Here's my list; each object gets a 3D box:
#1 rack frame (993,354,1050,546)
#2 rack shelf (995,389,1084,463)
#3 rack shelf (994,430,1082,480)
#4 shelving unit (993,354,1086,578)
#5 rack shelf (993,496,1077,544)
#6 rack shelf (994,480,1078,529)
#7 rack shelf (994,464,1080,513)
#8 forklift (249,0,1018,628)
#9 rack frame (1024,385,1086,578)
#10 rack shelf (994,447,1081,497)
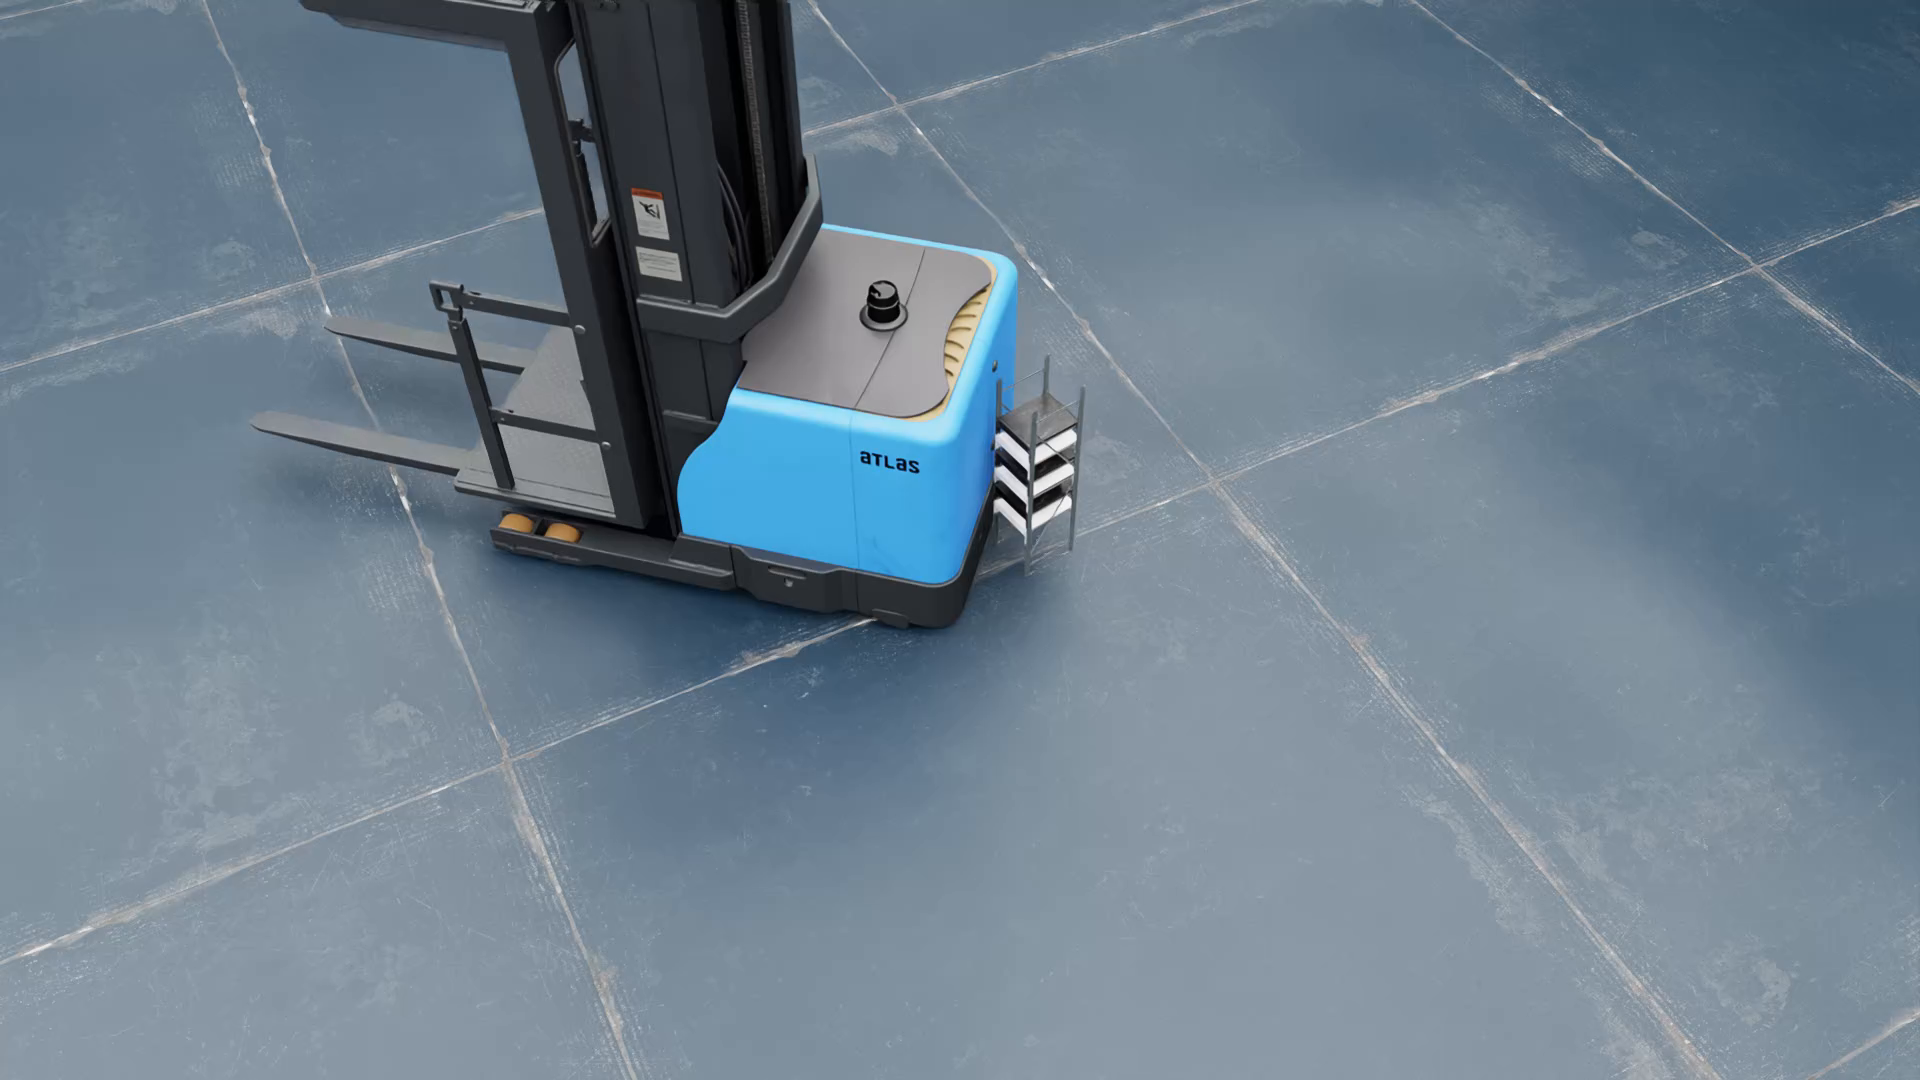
[{"bbox_3d":[0.229,-0.326,6.329,0.240,0.900,0.006,-29,55,-23],"label":"rack frame"},{"bbox_3d":[0.290,-0.420,6.098,0.258,0.077,0.200,-29,55,-23],"label":"rack shelf"},{"bbox_3d":[0.290,-0.361,6.165,0.258,0.077,0.200,-29,55,-23],"label":"rack shelf"},{"bbox_3d":[0.290,-0.264,6.276,0.258,0.900,0.210,-29,55,-23],"label":"shelving unit"},{"bbox_3d":[0.290,-0.124,6.436,0.258,0.077,0.200,-29,55,-23],"label":"rack shelf"},{"bbox_3d":[0.290,-0.183,6.369,0.258,0.077,0.200,-29,55,-23],"label":"rack shelf"},{"bbox_3d":[0.290,-0.242,6.301,0.258,0.077,0.200,-29,55,-23],"label":"rack shelf"},{"bbox_3d":[-1.347,-1.244,5.783,3.031,2.935,1.130,11,50,10],"label":"forklift"},{"bbox_3d":[0.350,-0.203,6.222,0.240,0.900,0.006,-29,55,-23],"label":"rack frame"},{"bbox_3d":[0.290,-0.301,6.233,0.258,0.077,0.200,-29,55,-23],"label":"rack shelf"}]
